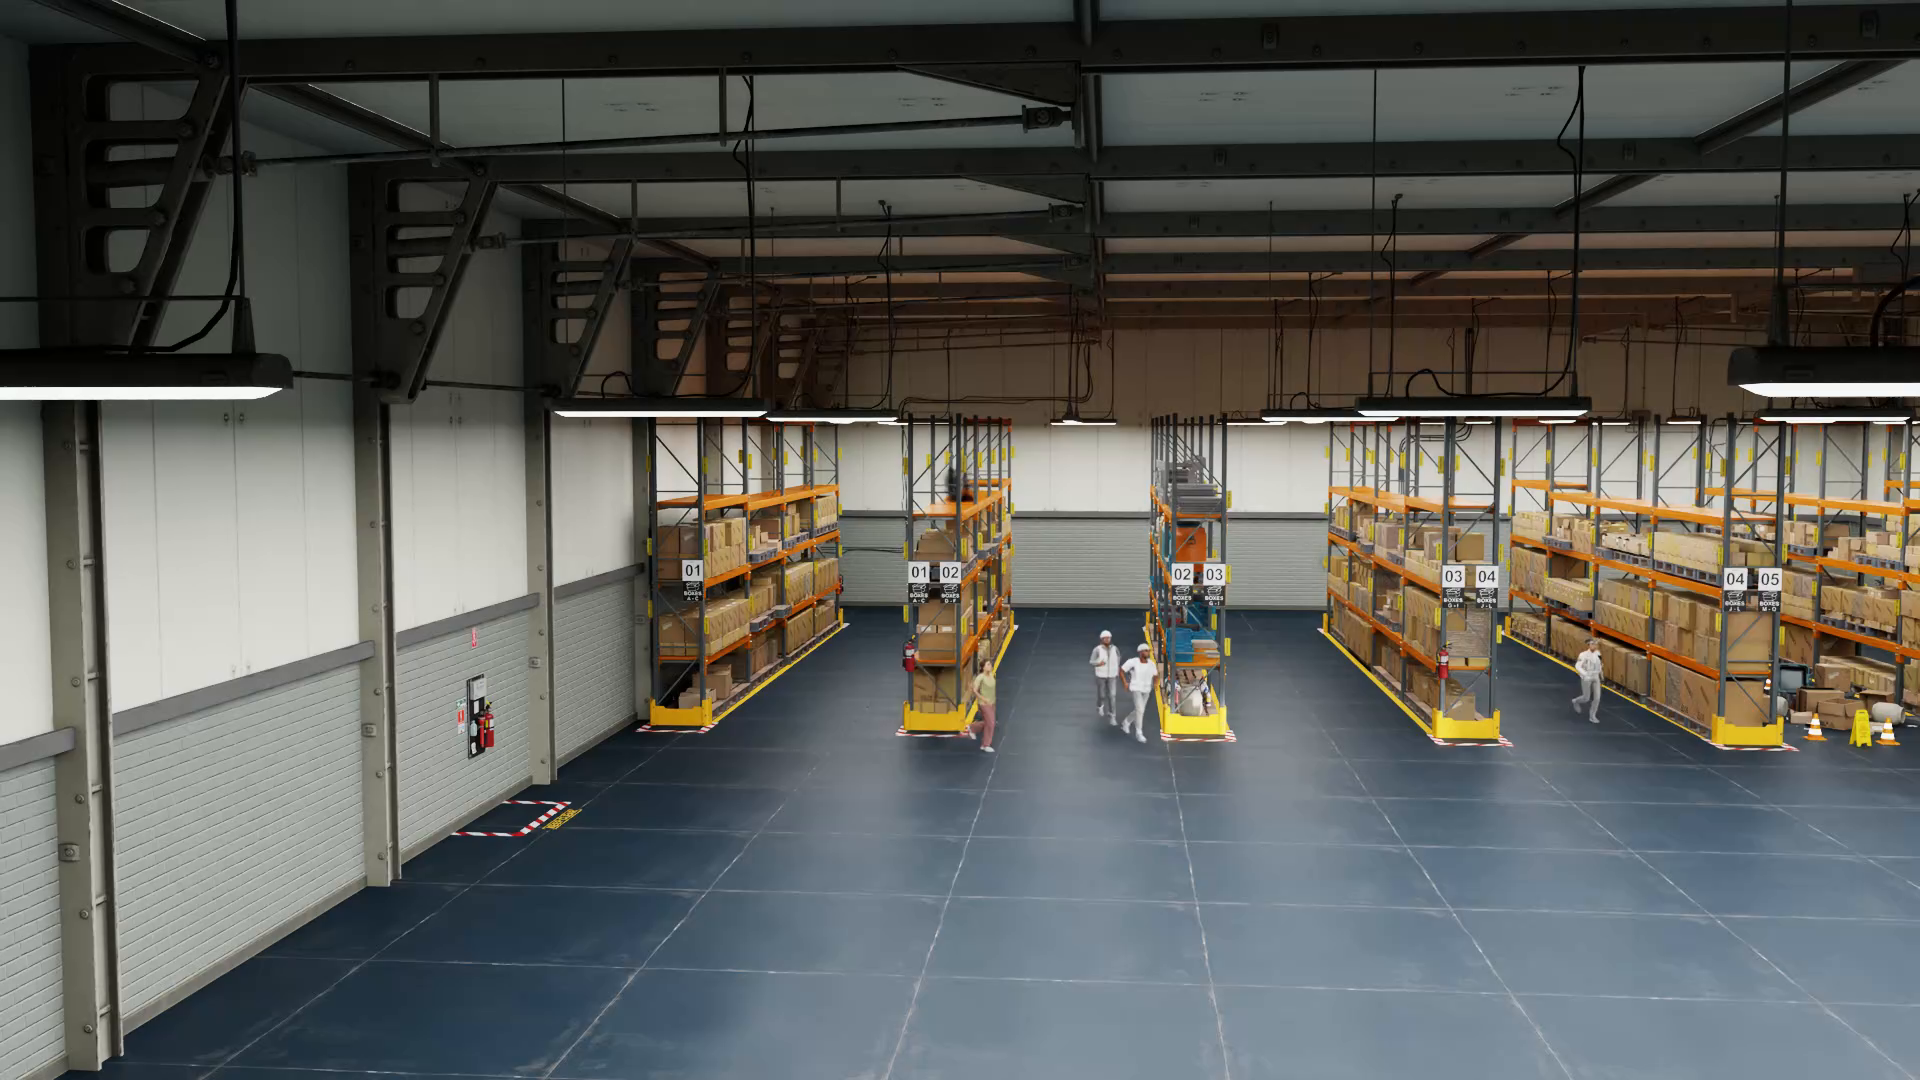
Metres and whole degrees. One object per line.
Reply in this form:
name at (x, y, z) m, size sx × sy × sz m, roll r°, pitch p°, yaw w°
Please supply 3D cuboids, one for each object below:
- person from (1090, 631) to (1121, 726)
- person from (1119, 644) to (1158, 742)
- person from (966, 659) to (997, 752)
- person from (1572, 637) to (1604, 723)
person at (2.837, 2.642, 32.250) m, size 0.657 × 1.776 × 0.950 m, roll 0°, pitch 4°, yaw -7°
person at (3.329, 2.791, 30.703) m, size 0.732 × 1.757 × 0.823 m, roll -2°, pitch 4°, yaw -29°
person at (0.382, 2.924, 29.601) m, size 0.630 × 1.657 × 0.590 m, roll 3°, pitch 5°, yaw 37°
person at (12.309, 2.709, 32.554) m, size 0.611 × 1.664 × 0.770 m, roll -1°, pitch 4°, yaw -8°
